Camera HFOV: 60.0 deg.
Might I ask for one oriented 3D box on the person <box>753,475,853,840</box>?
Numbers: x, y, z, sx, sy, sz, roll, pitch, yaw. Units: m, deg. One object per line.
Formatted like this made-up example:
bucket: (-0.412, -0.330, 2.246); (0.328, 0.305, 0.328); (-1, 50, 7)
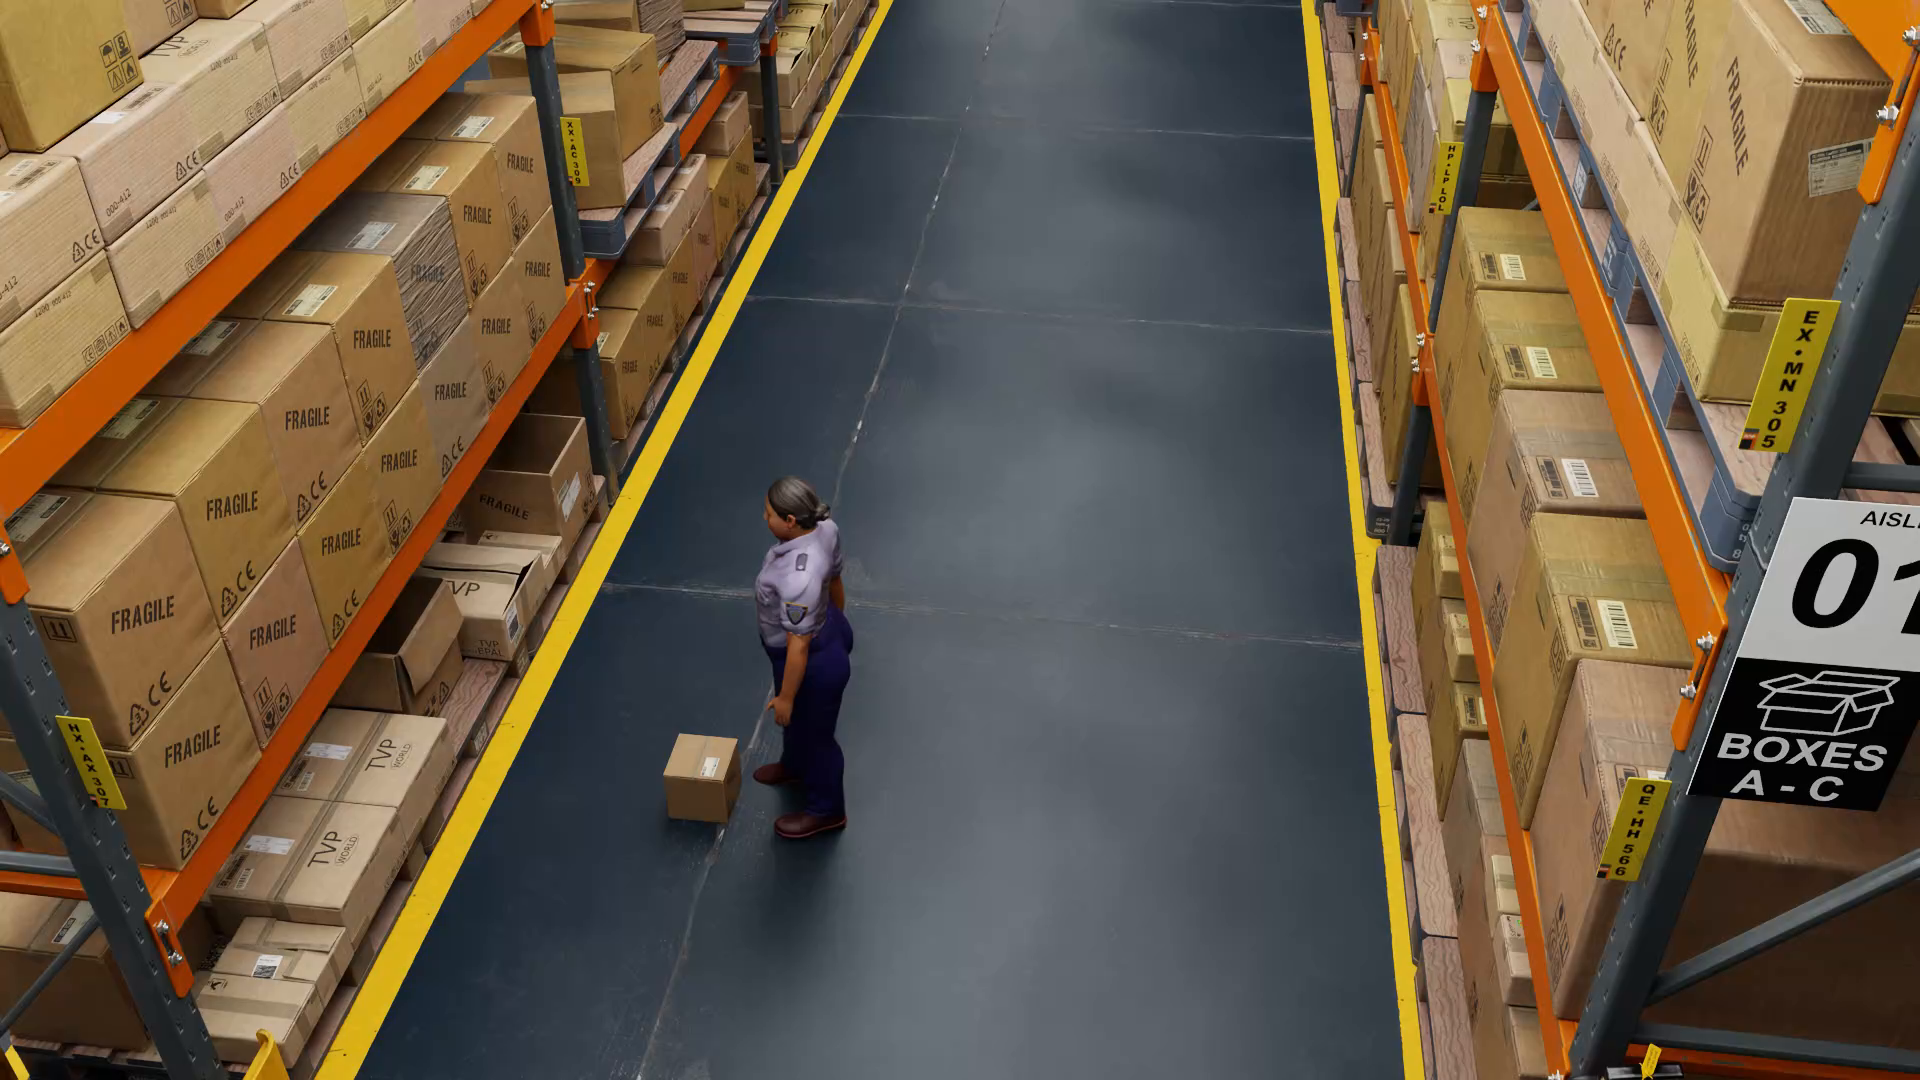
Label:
person: (-0.652, 0.464, 6.426); (0.475, 1.678, 0.512); (1, 36, 2)
